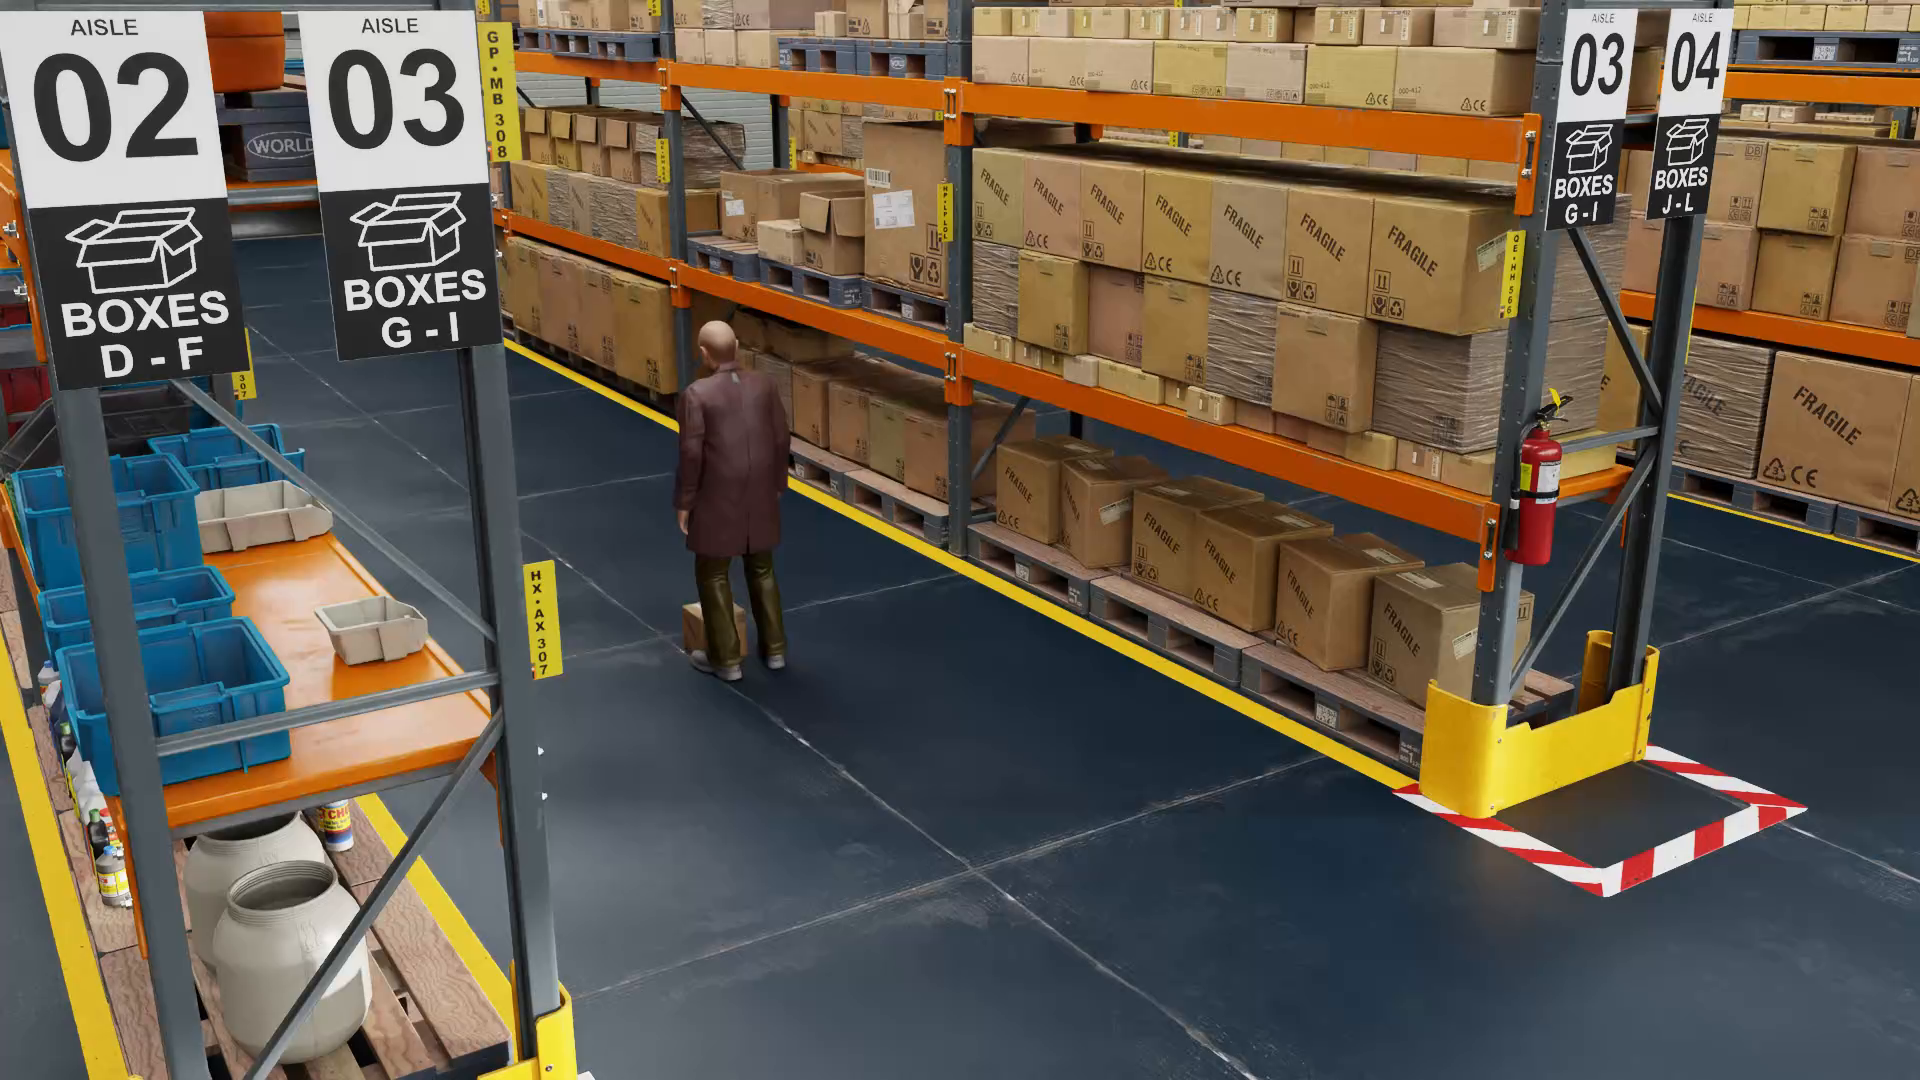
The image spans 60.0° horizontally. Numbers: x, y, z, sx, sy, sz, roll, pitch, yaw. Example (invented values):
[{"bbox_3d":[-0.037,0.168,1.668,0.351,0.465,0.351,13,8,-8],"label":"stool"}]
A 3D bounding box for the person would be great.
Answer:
[{"bbox_3d":[-1.123,-0.195,8.186,0.625,1.773,0.427,-12,22,-33],"label":"person"}]
